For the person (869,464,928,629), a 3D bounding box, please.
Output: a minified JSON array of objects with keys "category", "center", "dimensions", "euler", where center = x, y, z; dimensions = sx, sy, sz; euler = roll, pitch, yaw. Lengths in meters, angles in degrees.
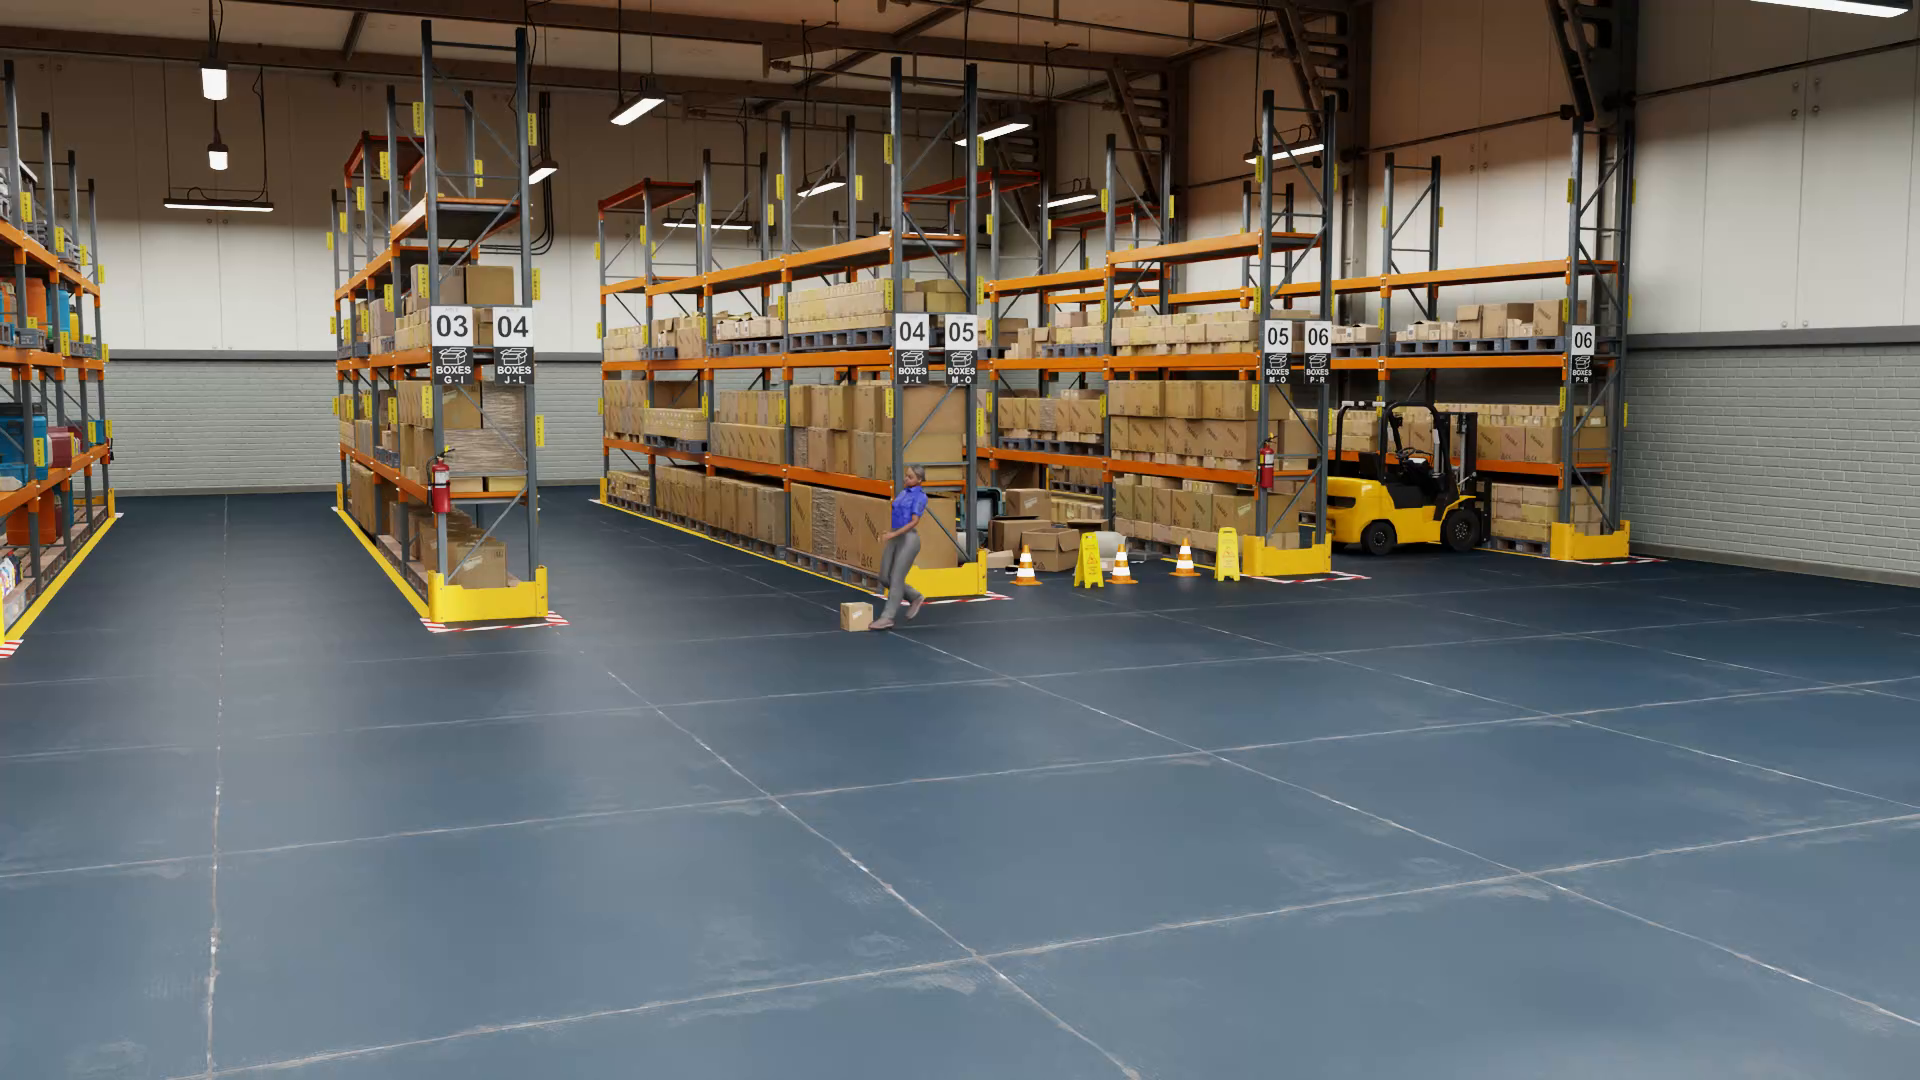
[{"category":"person","center":[-0.621,0.052,16.560],"dimensions":[0.743,1.609,0.525],"euler":[-4,7,-34]}]
